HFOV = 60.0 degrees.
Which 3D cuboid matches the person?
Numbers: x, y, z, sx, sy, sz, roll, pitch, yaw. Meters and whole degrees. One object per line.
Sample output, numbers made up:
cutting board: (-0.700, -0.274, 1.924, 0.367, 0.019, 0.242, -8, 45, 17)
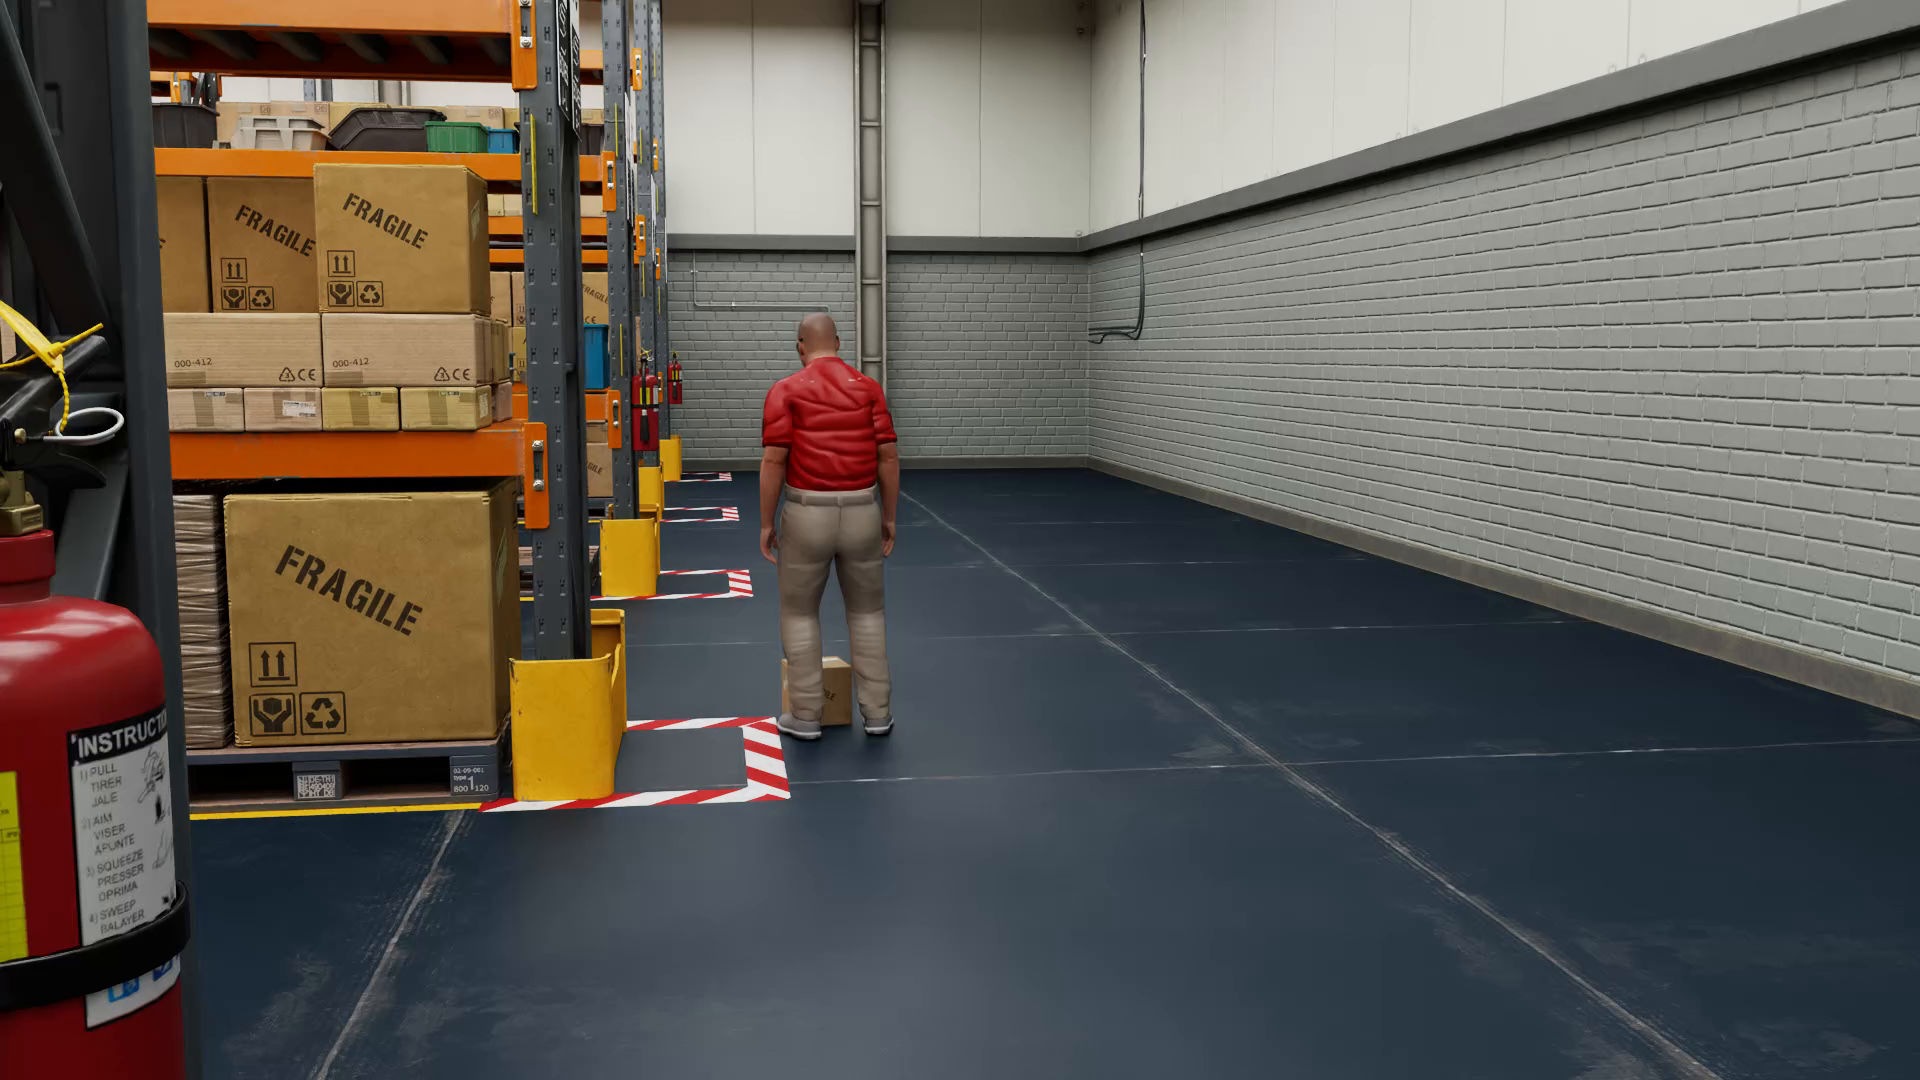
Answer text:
person: (-0.534, -0.058, 6.792, 0.591, 1.725, 0.392, -2, 7, -18)
